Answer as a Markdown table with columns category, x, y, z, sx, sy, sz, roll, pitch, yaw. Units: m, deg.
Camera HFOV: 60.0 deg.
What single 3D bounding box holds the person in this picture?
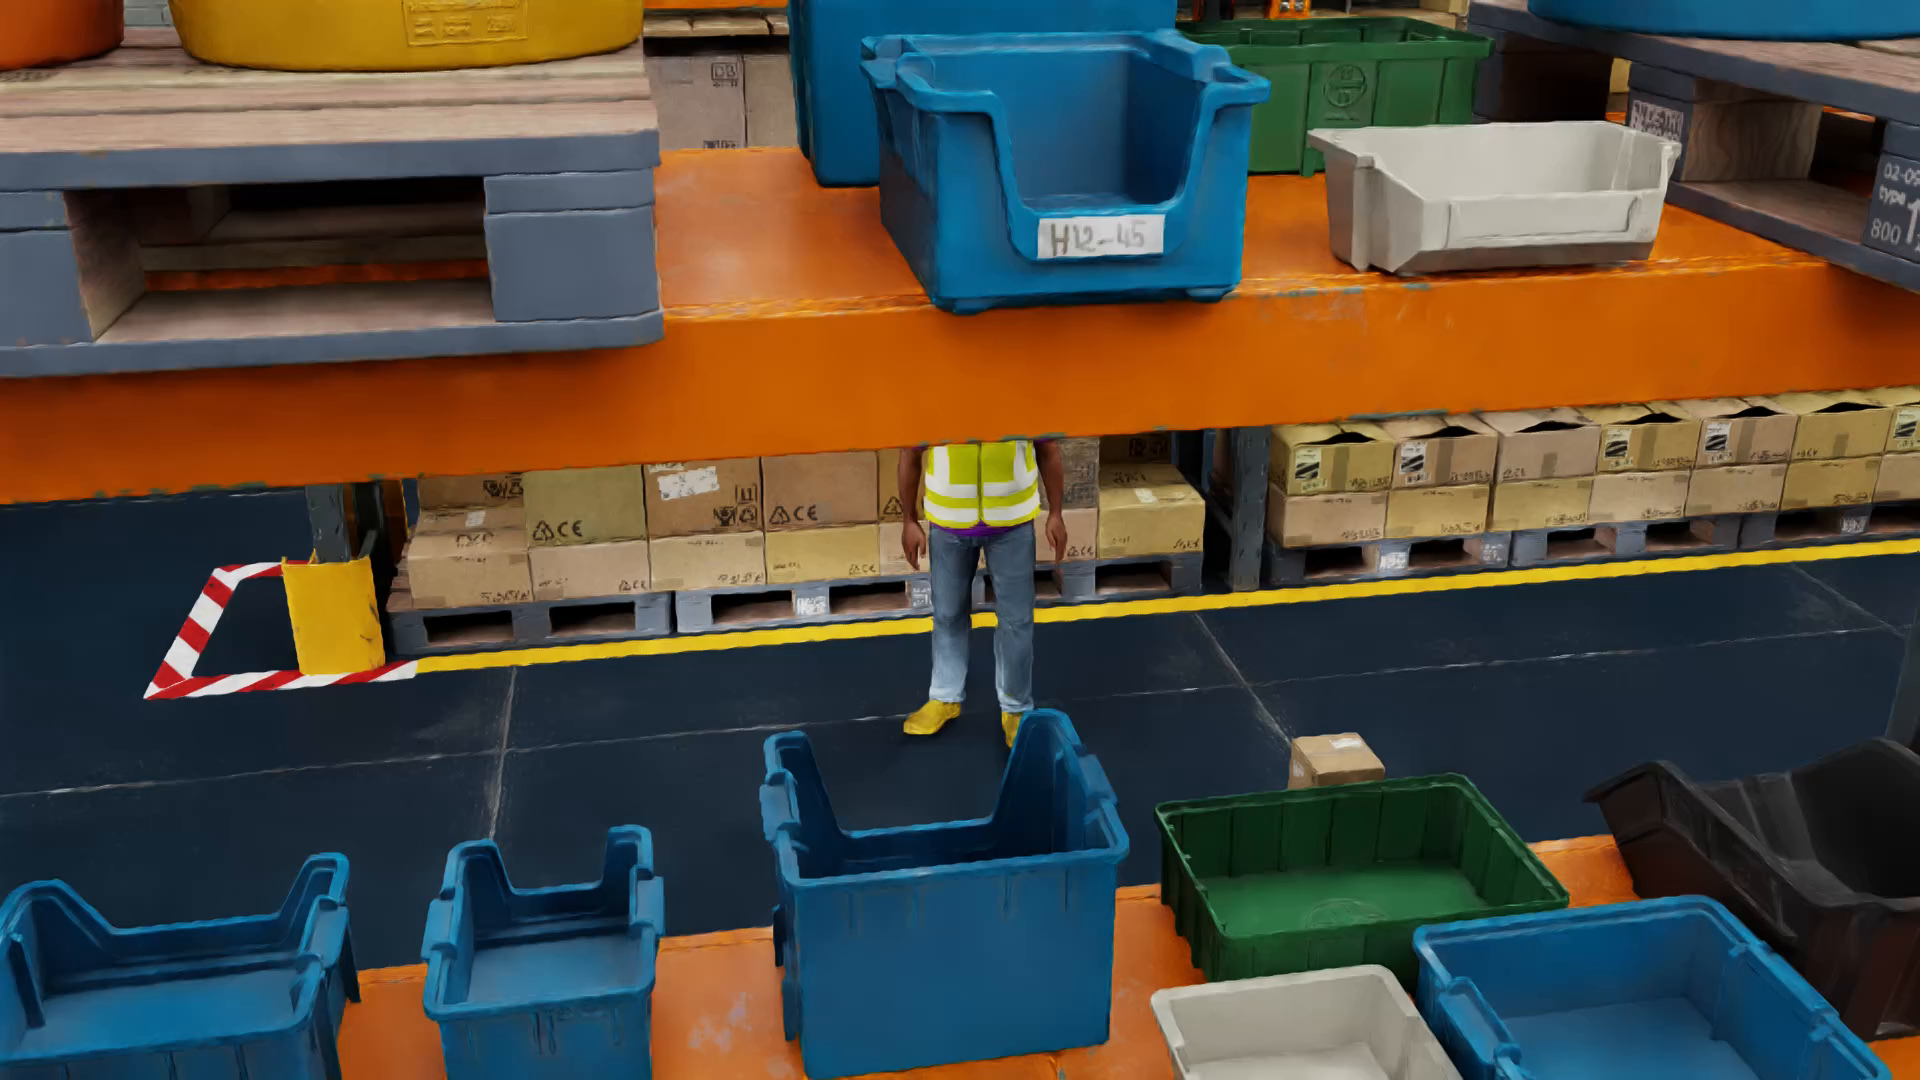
| category | x | y | z | sx | sy | sz | roll | pitch | yaw |
| --- | --- | --- | --- | --- | --- | --- | --- | --- | --- |
| person | 0.083 | -0.066 | 6.148 | 0.631 | 1.768 | 0.419 | 1 | 23 | 1 |
